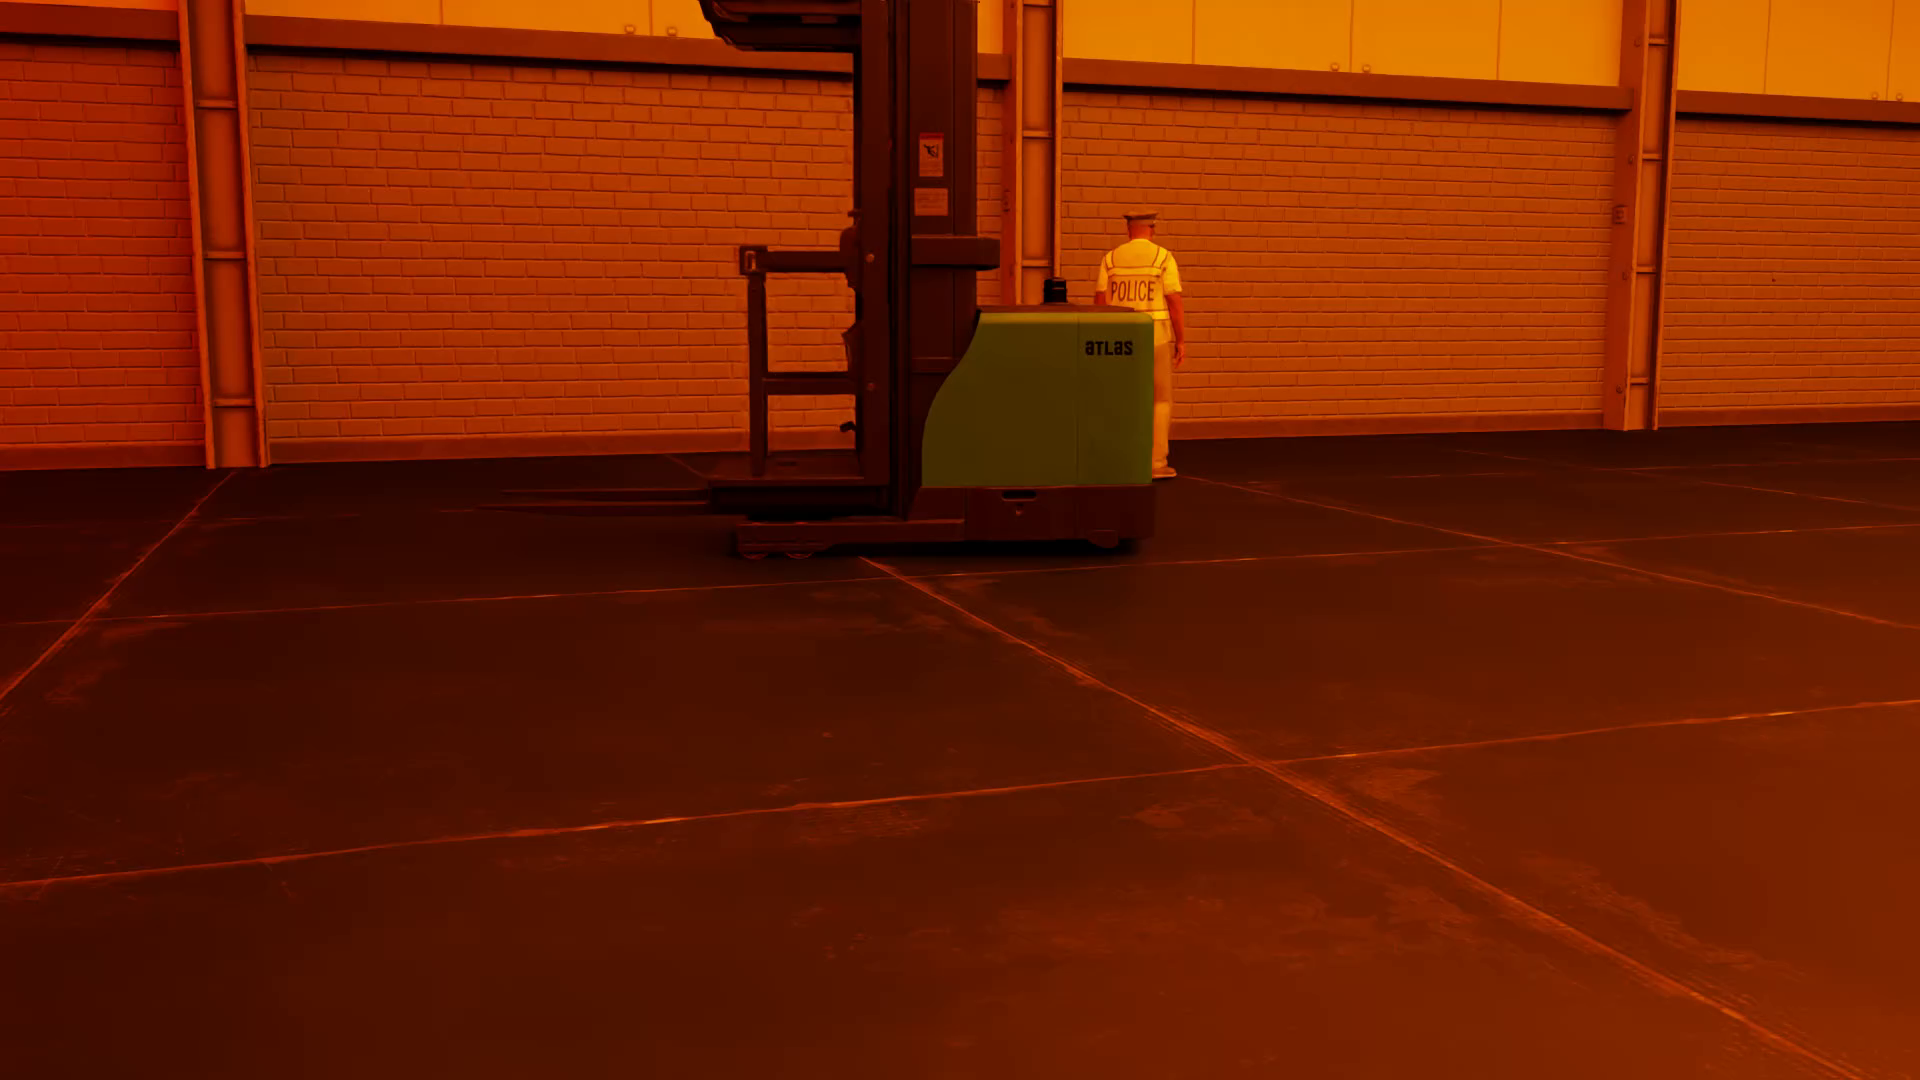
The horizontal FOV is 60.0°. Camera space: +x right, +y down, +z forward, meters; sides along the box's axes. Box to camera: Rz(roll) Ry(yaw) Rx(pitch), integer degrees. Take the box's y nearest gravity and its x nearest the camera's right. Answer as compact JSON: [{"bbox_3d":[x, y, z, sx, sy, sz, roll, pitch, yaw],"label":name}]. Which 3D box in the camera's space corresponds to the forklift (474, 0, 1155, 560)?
[{"bbox_3d":[-0.668,-1.440,7.634,3.031,2.935,1.130,-1,8,-5],"label":"forklift"}]

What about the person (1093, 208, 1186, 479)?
[{"bbox_3d":[1.175,-1.268,10.833,0.600,1.762,0.478,3,8,22],"label":"person"}]
